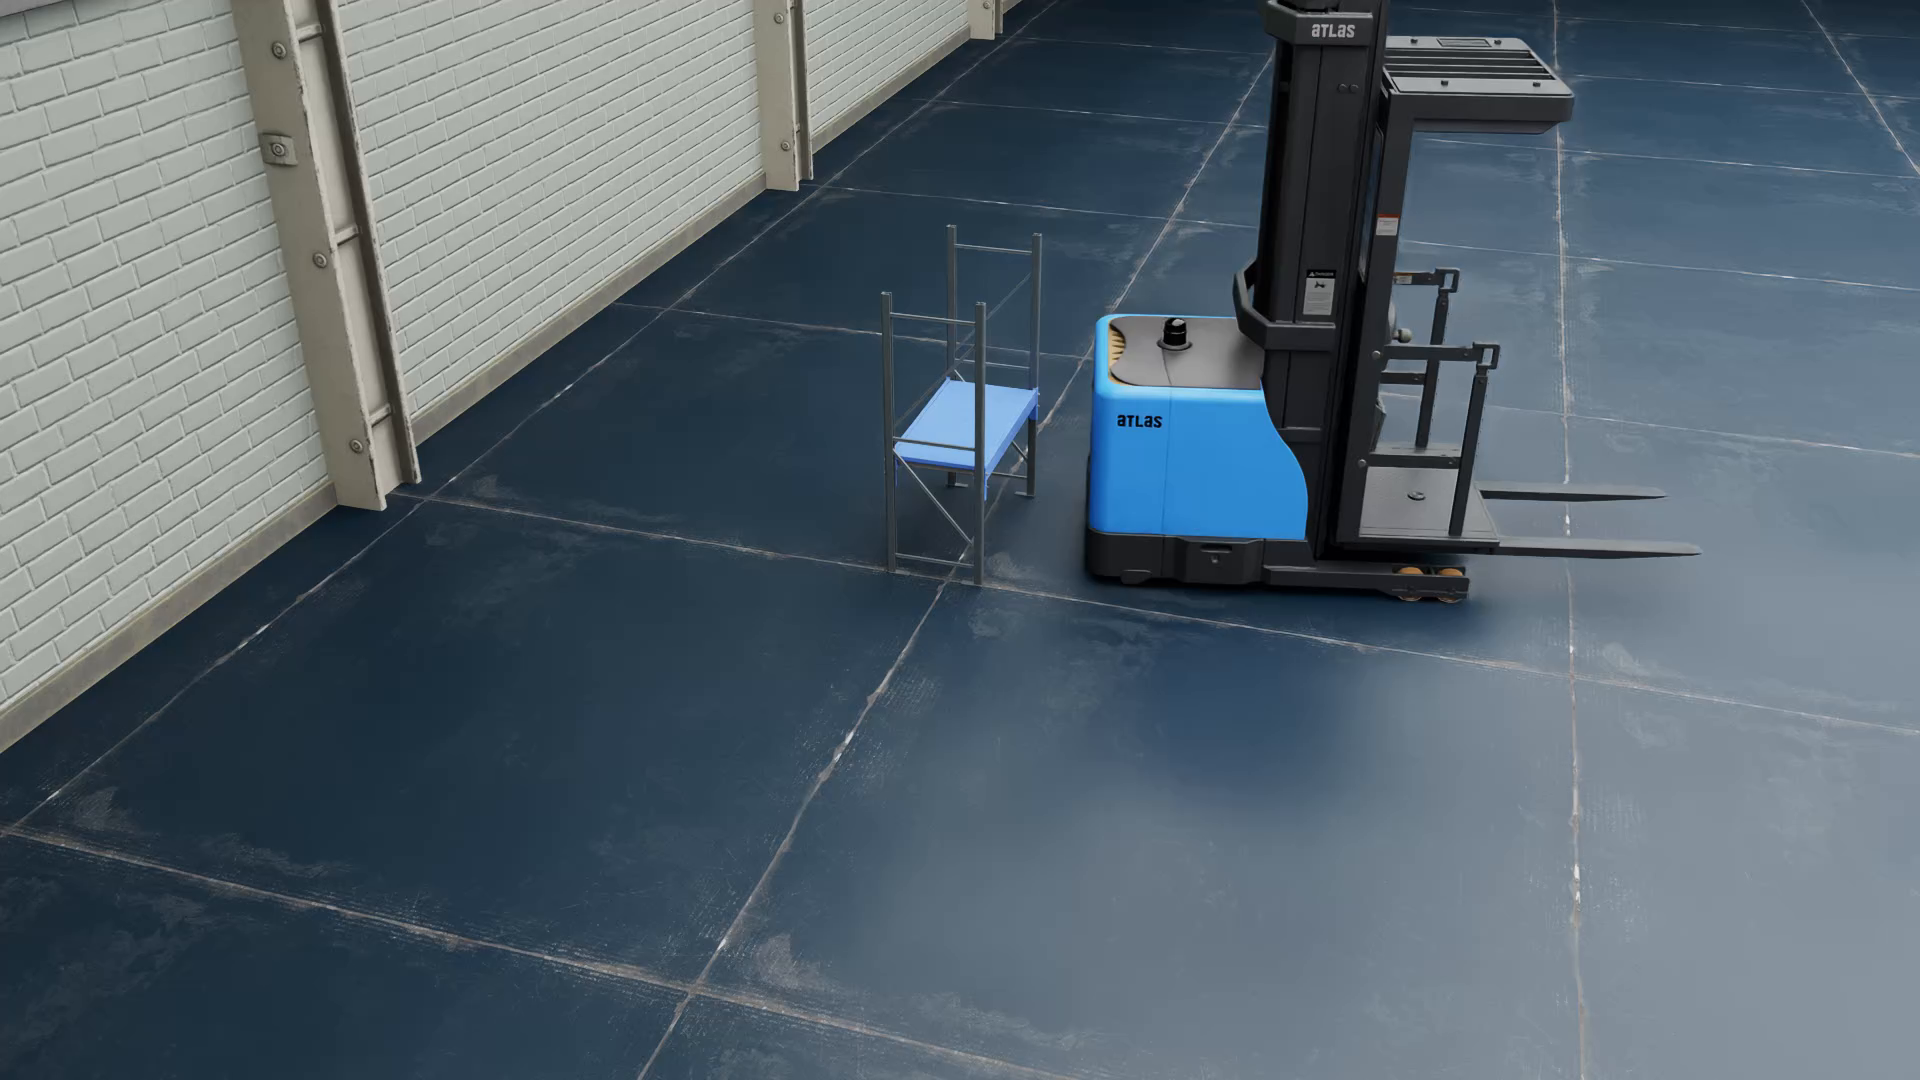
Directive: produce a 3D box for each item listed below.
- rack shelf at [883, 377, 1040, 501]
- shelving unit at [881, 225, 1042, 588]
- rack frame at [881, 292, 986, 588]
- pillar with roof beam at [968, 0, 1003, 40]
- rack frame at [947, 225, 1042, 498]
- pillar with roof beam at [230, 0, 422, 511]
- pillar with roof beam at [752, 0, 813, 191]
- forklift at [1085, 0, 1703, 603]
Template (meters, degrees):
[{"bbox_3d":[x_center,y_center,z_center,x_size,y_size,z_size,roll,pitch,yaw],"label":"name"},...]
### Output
[{"bbox_3d":[0.025,-0.538,8.544,0.538,0.185,1.000,8,30,15],"label":"rack shelf"},{"bbox_3d":[0.025,-0.695,8.457,0.538,1.500,1.048,8,30,15],"label":"shelving unit"},{"bbox_3d":[-0.124,-0.459,8.032,0.500,1.500,0.032,8,30,15],"label":"rack frame"},{"bbox_3d":[4.405,-9.166,15.969,9.100,9.000,0.400,8,30,15],"label":"pillar with roof beam"},{"bbox_3d":[0.174,-0.931,8.881,0.500,1.500,0.032,8,30,15],"label":"rack frame"},{"bbox_3d":[0.883,-3.589,5.945,9.100,9.000,0.400,8,30,15],"label":"pillar with roof beam"},{"bbox_3d":[2.644,-6.377,10.957,9.100,9.000,0.400,8,30,15],"label":"pillar with roof beam"},{"bbox_3d":[2.171,-1.241,7.965,3.031,2.935,1.130,2,29,4],"label":"forklift"}]
